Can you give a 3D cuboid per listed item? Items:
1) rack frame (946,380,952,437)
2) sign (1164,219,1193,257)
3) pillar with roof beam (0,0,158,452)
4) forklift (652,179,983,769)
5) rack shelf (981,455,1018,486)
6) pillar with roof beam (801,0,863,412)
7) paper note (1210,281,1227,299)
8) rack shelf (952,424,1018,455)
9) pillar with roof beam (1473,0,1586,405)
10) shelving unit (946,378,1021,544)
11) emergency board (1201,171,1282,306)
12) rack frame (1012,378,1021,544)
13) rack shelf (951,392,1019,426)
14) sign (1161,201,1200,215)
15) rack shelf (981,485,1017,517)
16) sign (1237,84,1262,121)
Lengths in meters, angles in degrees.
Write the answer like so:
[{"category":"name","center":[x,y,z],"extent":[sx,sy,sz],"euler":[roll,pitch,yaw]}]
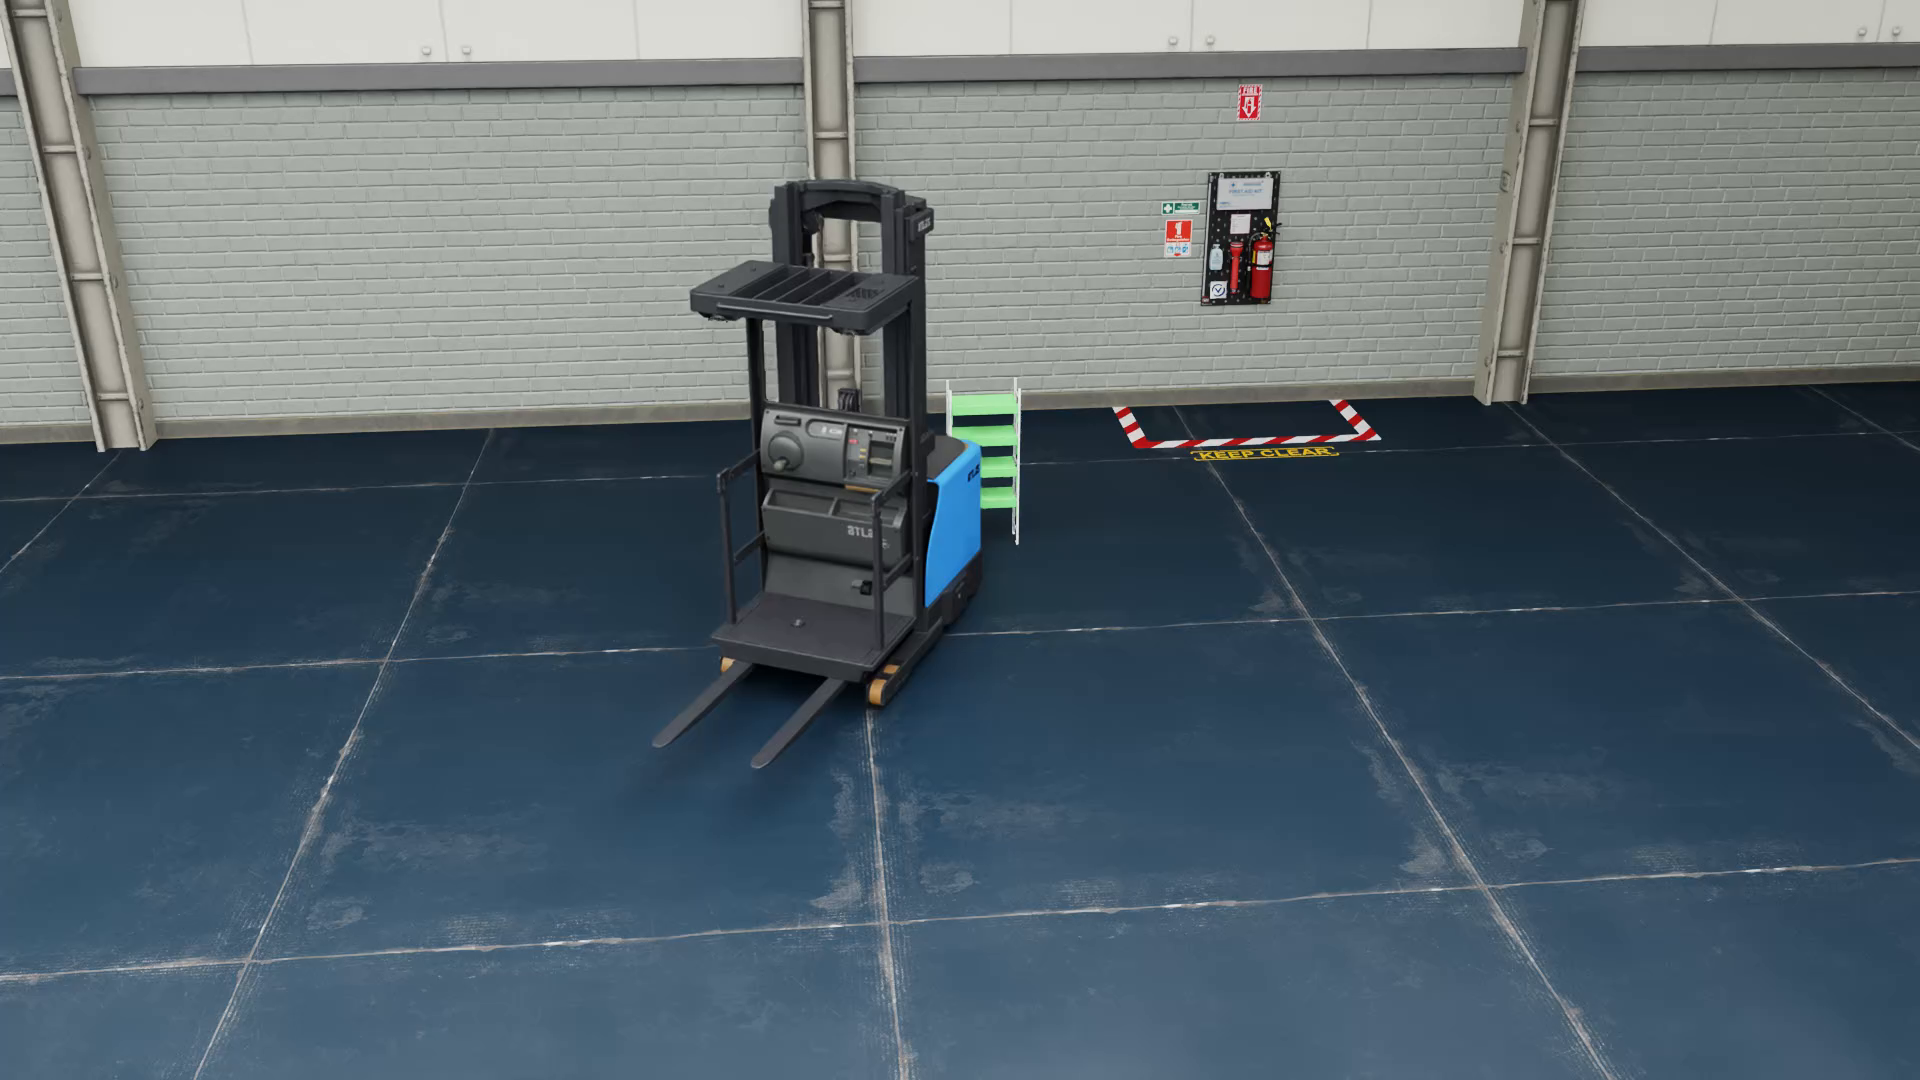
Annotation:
[{"category":"rack frame","center":[-0.078,-0.545,11.999],"extent":[0.015,1.200,0.240],"euler":[-2,24,-5]},{"category":"sign","center":[1.888,-2.609,14.382],"extent":[0.234,0.329,0.001],"euler":[-2,24,-5]},{"category":"pillar with roof beam","center":[-6.608,-3.178,8.321],"extent":[0.400,9.000,9.100],"euler":[-2,24,-5]},{"category":"forklift","center":[-0.845,-0.530,9.834],"extent":[1.130,2.935,3.031],"euler":[9,25,19]},{"category":"rack shelf","center":[0.165,-0.496,12.047],"extent":[0.480,0.148,0.258],"euler":[-2,24,-5]},{"category":"pillar with roof beam","center":[-0.637,-3.418,8.860],"extent":[0.400,9.000,9.100],"euler":[-2,24,-5]},{"category":"paper note","center":[2.265,-2.191,14.571],"extent":[0.142,0.148,0.016],"euler":[-2,24,-5]},{"category":"rack shelf","center":[0.165,-0.716,11.950],"extent":[0.480,0.148,0.258],"euler":[-2,24,-5]},{"category":"pillar with roof beam","center":[5.334,-3.657,9.399],"extent":[0.400,9.000,9.100],"euler":[-2,24,-5]},{"category":"shelving unit","center":[0.165,-0.555,12.021],"extent":[0.503,1.200,0.258],"euler":[-2,24,-5]},{"category":"emergency board","center":[2.448,-2.573,14.345],"extent":[0.643,1.169,0.194],"euler":[-2,24,-5]},{"category":"rack frame","center":[0.408,-0.565,12.043],"extent":[0.015,1.200,0.240],"euler":[-2,24,-5]},{"category":"rack shelf","center":[0.165,-0.935,11.852],"extent":[0.480,0.148,0.258],"euler":[-2,24,-5]},{"category":"sign","center":[1.893,-2.847,14.267],"extent":[0.331,0.109,0.001],"euler":[-2,24,-5]},{"category":"rack shelf","center":[0.165,-0.277,12.145],"extent":[0.480,0.148,0.258],"euler":[-2,24,-5]},{"category":"sign","center":[2.430,-3.672,13.964],"extent":[0.199,0.298,0.001],"euler":[-2,24,-5]}]
